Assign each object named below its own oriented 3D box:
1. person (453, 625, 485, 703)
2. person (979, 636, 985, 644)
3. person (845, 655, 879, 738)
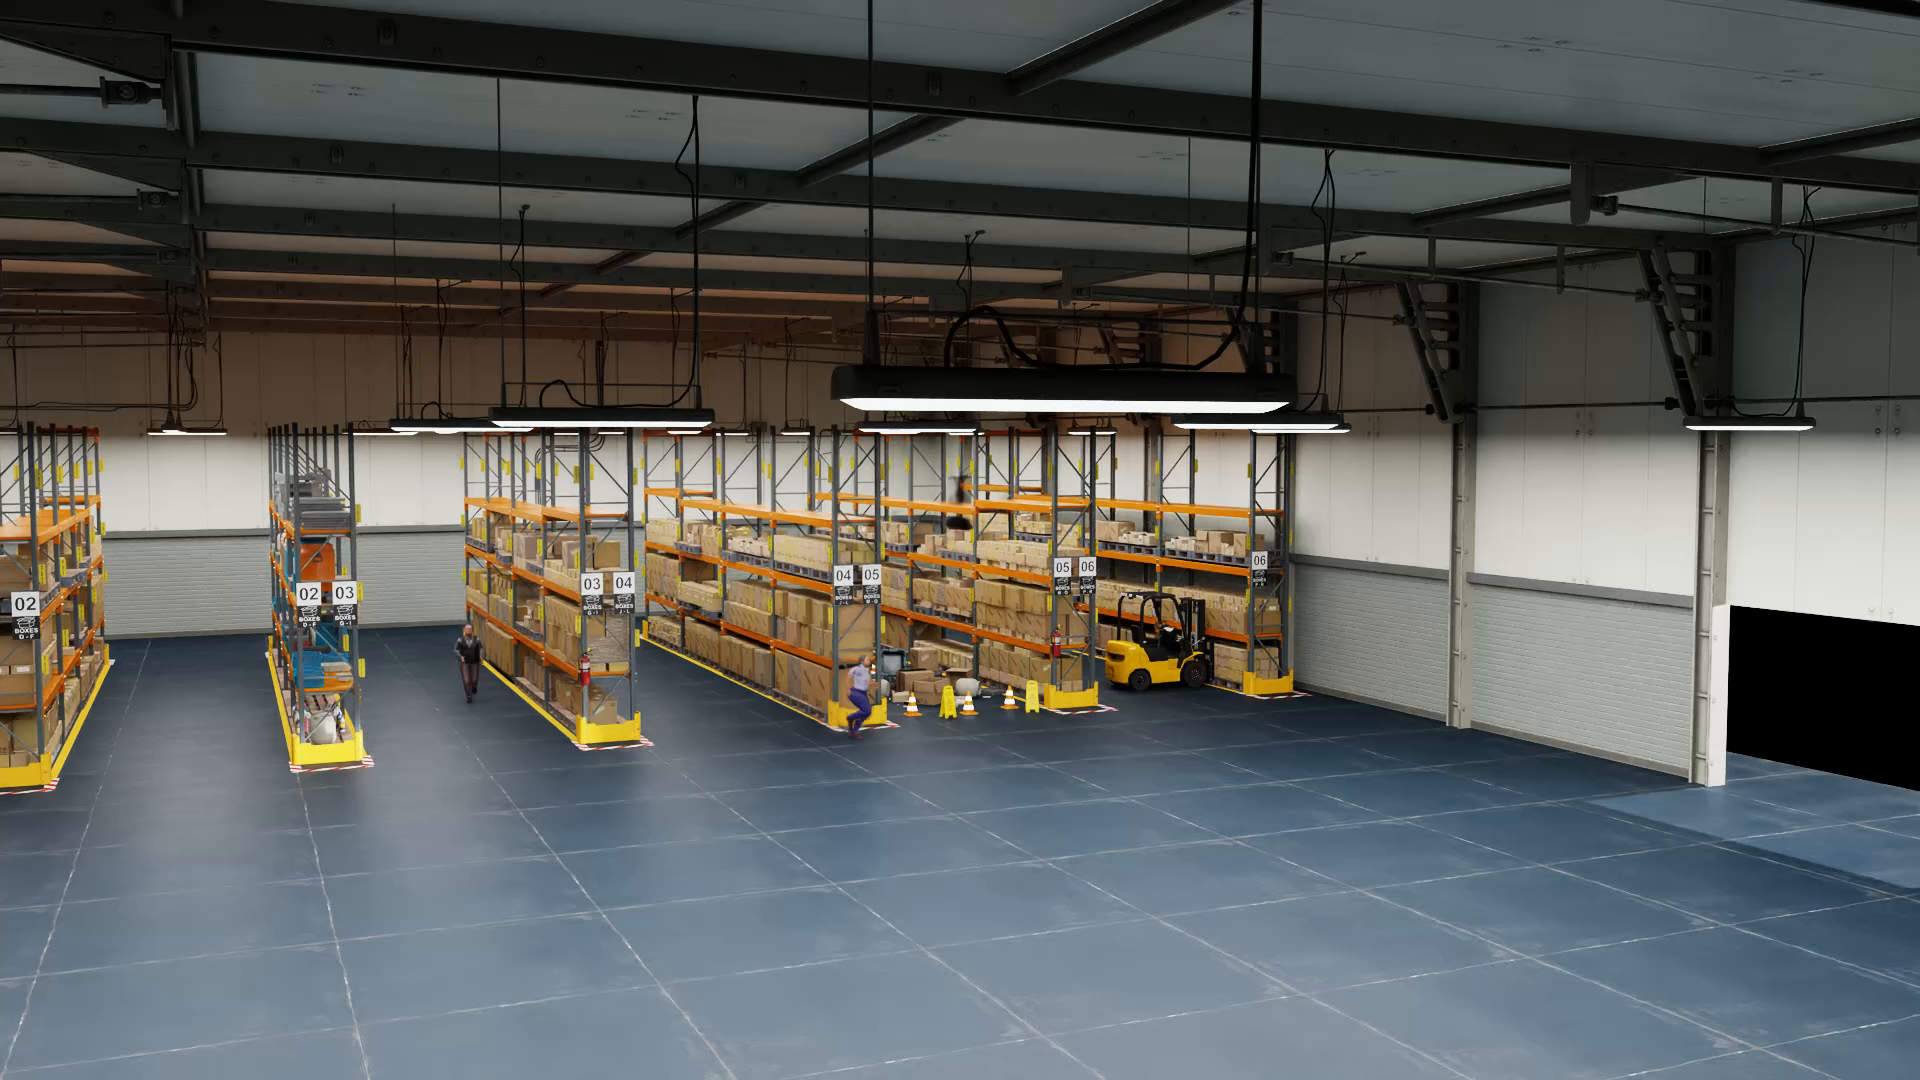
[{"bbox_3d":[-10.668,2.684,36.156,0.661,1.682,0.585,-1,4,-19],"label":"person"},{"bbox_3d":[0.758,2.252,43.227,0.508,1.709,0.810,-1,4,-20],"label":"person"},{"bbox_3d":[-1.859,2.997,31.793,0.605,1.587,0.646,1,4,17],"label":"person"}]
